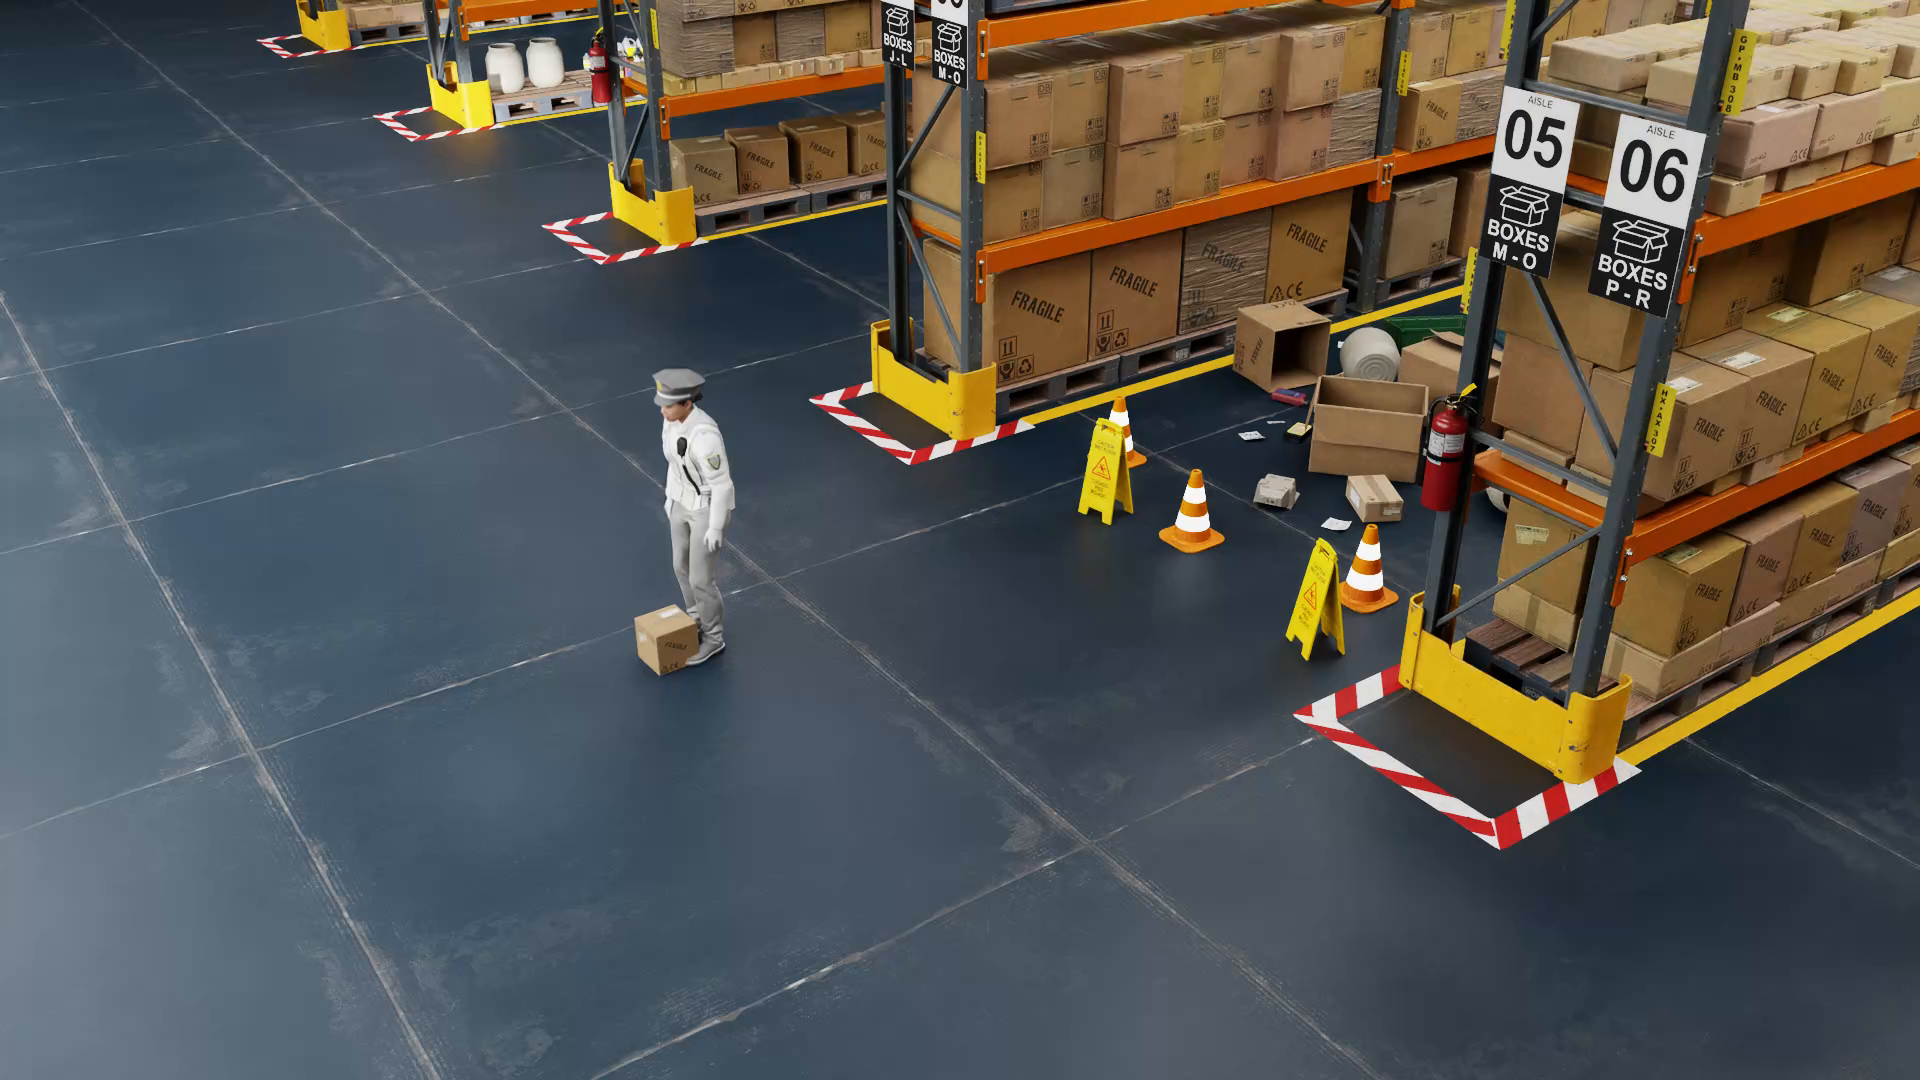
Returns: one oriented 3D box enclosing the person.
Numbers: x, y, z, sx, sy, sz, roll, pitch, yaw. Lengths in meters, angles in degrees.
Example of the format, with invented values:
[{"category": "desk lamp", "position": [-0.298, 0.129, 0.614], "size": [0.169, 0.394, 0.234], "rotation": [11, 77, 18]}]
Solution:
[{"category": "person", "position": [-1.422, -0.138, 8.873], "size": [0.414, 1.662, 0.525], "rotation": [-20, 35, -32]}]
